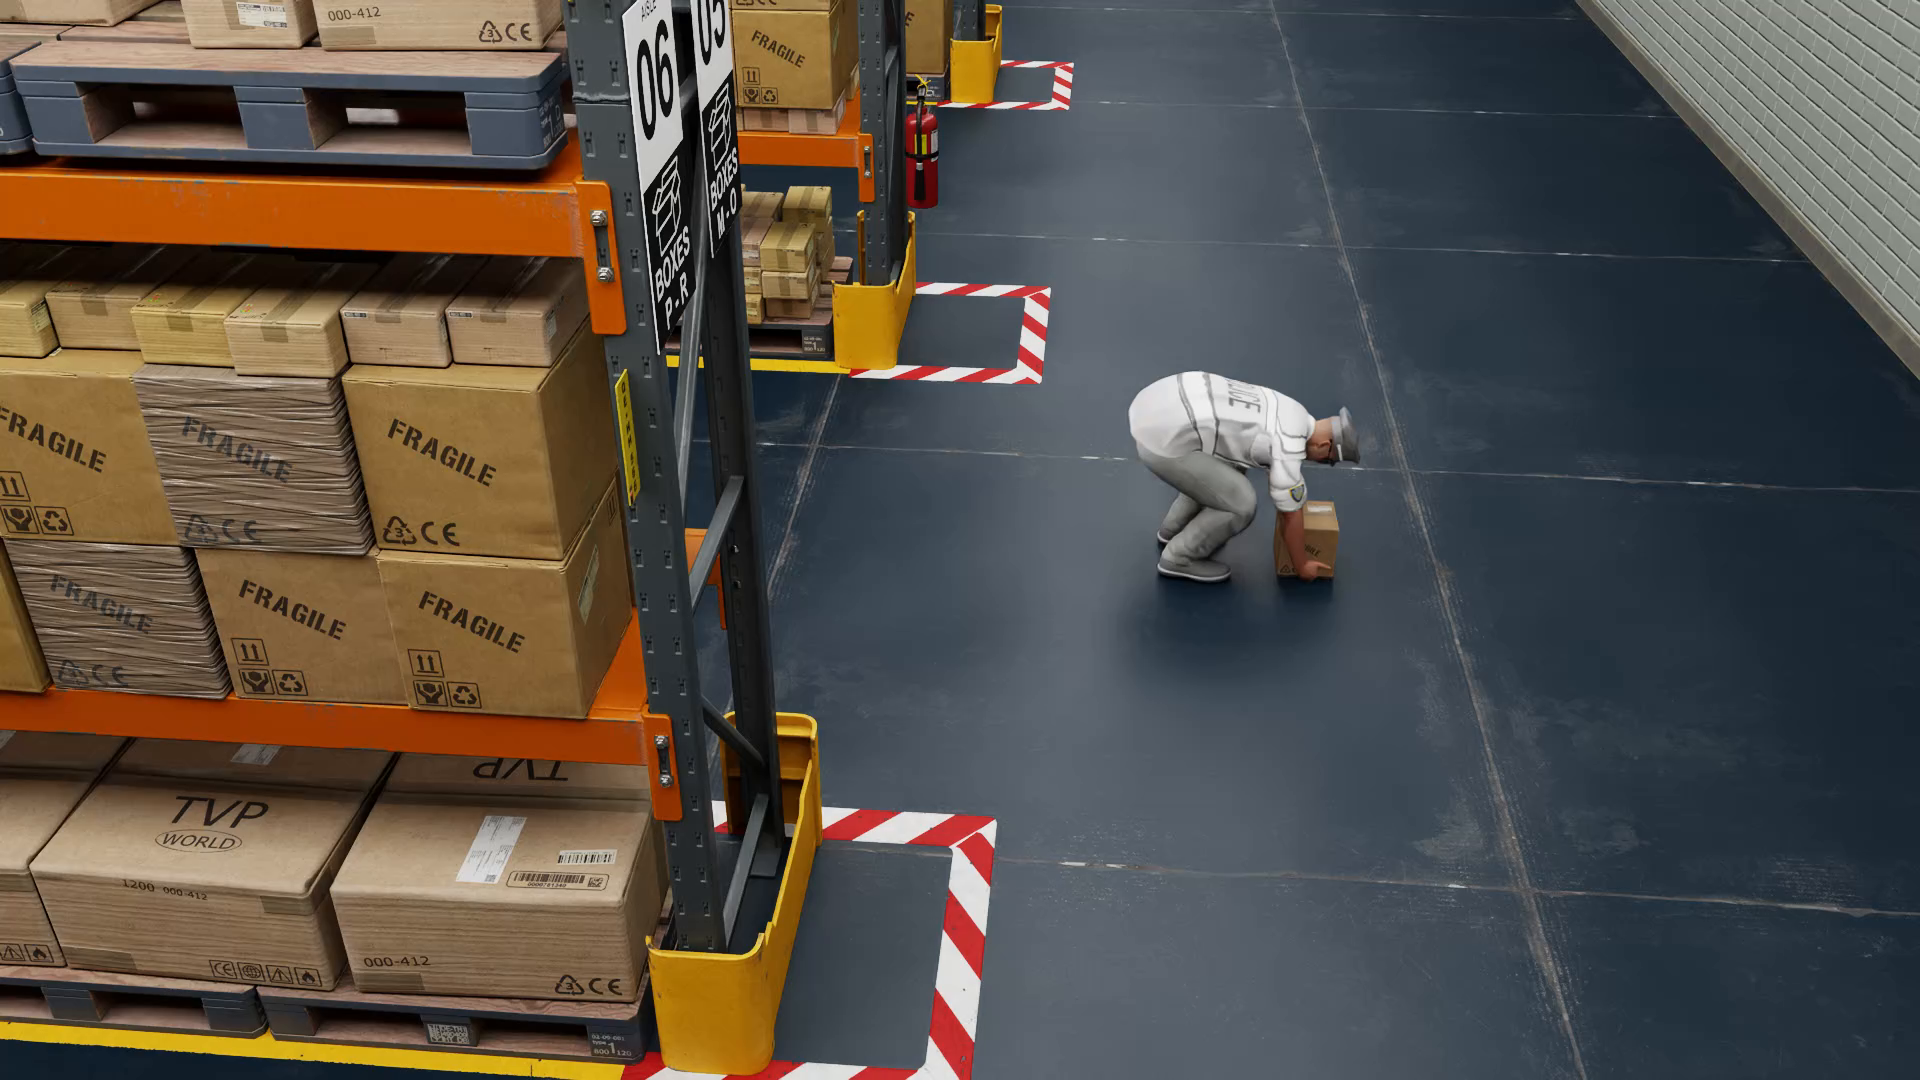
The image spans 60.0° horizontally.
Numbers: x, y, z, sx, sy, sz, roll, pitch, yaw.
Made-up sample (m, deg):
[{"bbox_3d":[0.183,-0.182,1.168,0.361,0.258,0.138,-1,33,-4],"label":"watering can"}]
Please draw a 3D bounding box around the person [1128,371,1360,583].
[{"bbox_3d":[1.255,-0.295,7.414,1.026,0.920,0.545,1,32,2],"label":"person"}]
